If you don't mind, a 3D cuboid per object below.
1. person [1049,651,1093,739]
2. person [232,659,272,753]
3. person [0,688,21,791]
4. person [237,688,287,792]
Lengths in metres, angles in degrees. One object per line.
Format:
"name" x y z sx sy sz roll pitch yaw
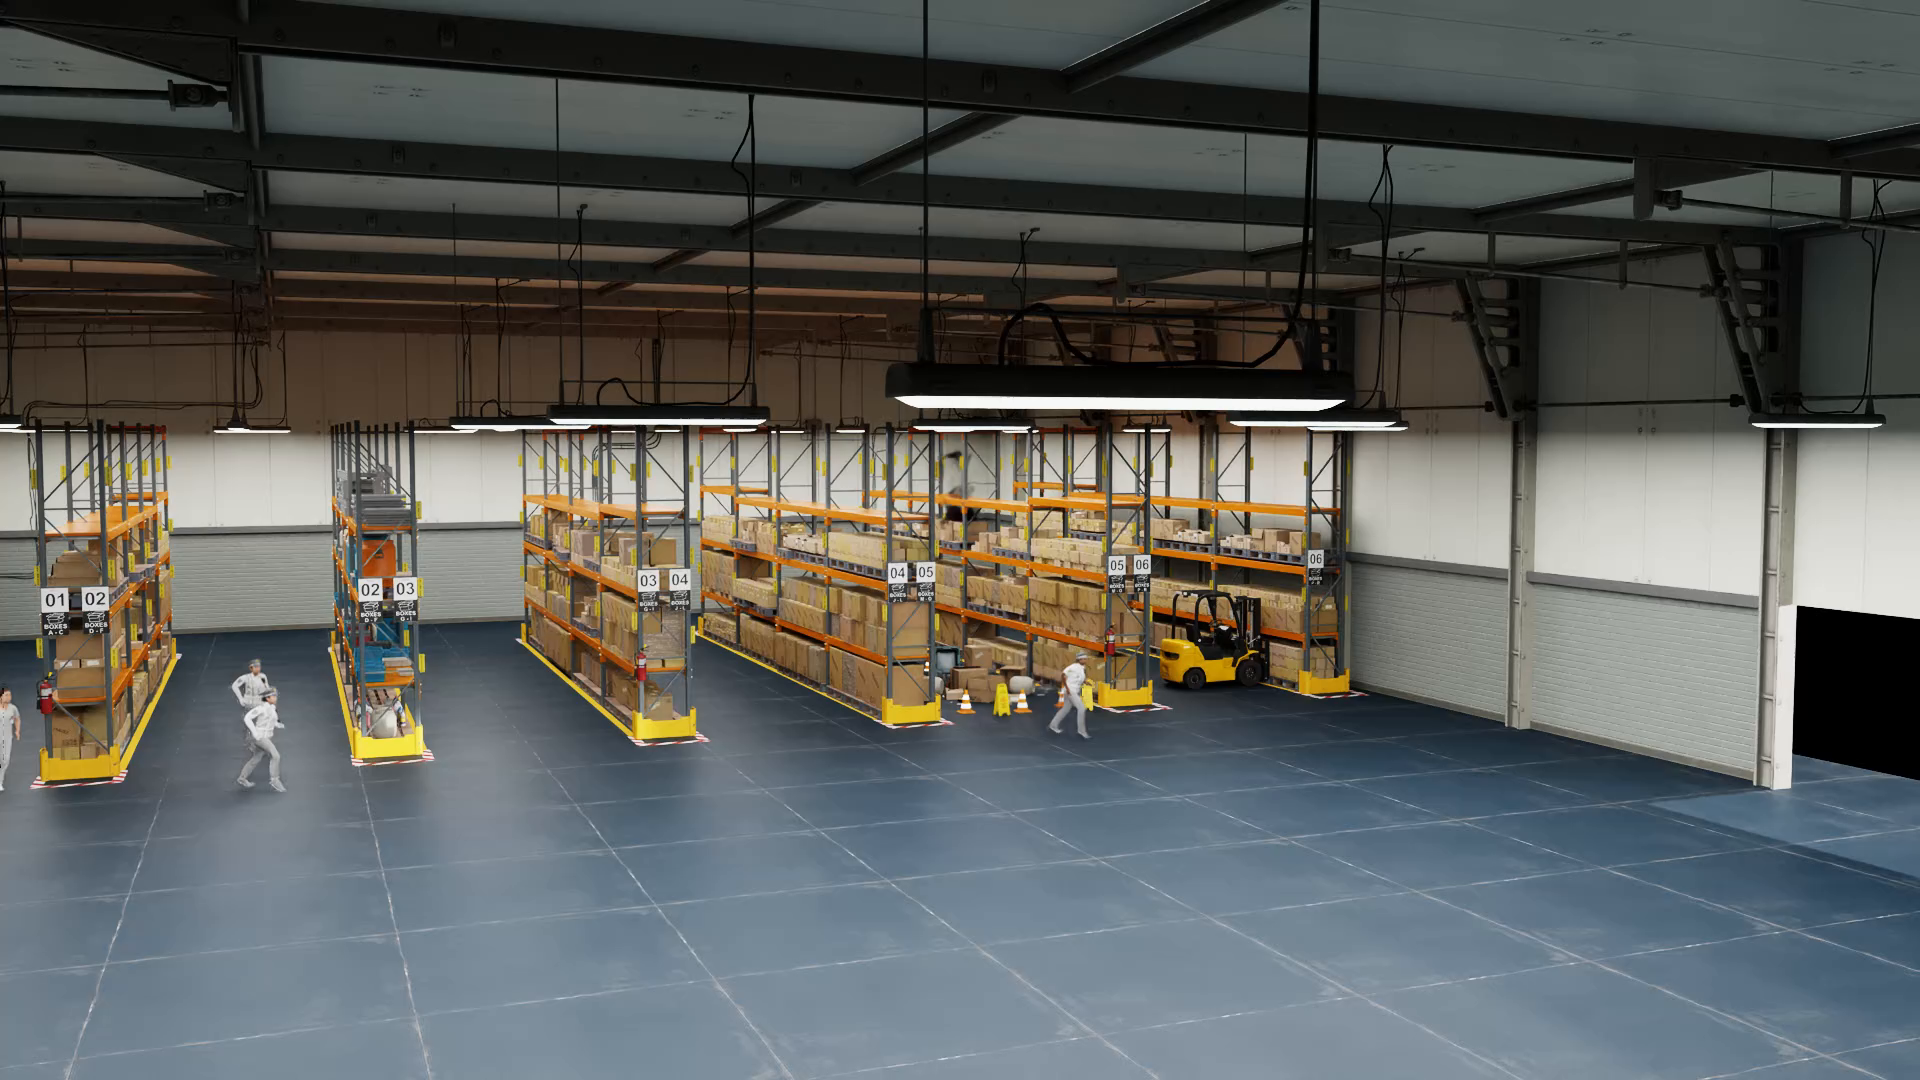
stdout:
"person" 2.087 2.938 31.653 0.889 1.683 0.572 2 4 23
"person" -12.798 3.010 30.174 0.747 1.725 0.612 2 4 35
"person" -15.590 3.221 27.051 0.624 1.627 0.599 2 4 33
"person" -11.280 3.224 26.791 0.832 1.706 0.624 0 4 1
